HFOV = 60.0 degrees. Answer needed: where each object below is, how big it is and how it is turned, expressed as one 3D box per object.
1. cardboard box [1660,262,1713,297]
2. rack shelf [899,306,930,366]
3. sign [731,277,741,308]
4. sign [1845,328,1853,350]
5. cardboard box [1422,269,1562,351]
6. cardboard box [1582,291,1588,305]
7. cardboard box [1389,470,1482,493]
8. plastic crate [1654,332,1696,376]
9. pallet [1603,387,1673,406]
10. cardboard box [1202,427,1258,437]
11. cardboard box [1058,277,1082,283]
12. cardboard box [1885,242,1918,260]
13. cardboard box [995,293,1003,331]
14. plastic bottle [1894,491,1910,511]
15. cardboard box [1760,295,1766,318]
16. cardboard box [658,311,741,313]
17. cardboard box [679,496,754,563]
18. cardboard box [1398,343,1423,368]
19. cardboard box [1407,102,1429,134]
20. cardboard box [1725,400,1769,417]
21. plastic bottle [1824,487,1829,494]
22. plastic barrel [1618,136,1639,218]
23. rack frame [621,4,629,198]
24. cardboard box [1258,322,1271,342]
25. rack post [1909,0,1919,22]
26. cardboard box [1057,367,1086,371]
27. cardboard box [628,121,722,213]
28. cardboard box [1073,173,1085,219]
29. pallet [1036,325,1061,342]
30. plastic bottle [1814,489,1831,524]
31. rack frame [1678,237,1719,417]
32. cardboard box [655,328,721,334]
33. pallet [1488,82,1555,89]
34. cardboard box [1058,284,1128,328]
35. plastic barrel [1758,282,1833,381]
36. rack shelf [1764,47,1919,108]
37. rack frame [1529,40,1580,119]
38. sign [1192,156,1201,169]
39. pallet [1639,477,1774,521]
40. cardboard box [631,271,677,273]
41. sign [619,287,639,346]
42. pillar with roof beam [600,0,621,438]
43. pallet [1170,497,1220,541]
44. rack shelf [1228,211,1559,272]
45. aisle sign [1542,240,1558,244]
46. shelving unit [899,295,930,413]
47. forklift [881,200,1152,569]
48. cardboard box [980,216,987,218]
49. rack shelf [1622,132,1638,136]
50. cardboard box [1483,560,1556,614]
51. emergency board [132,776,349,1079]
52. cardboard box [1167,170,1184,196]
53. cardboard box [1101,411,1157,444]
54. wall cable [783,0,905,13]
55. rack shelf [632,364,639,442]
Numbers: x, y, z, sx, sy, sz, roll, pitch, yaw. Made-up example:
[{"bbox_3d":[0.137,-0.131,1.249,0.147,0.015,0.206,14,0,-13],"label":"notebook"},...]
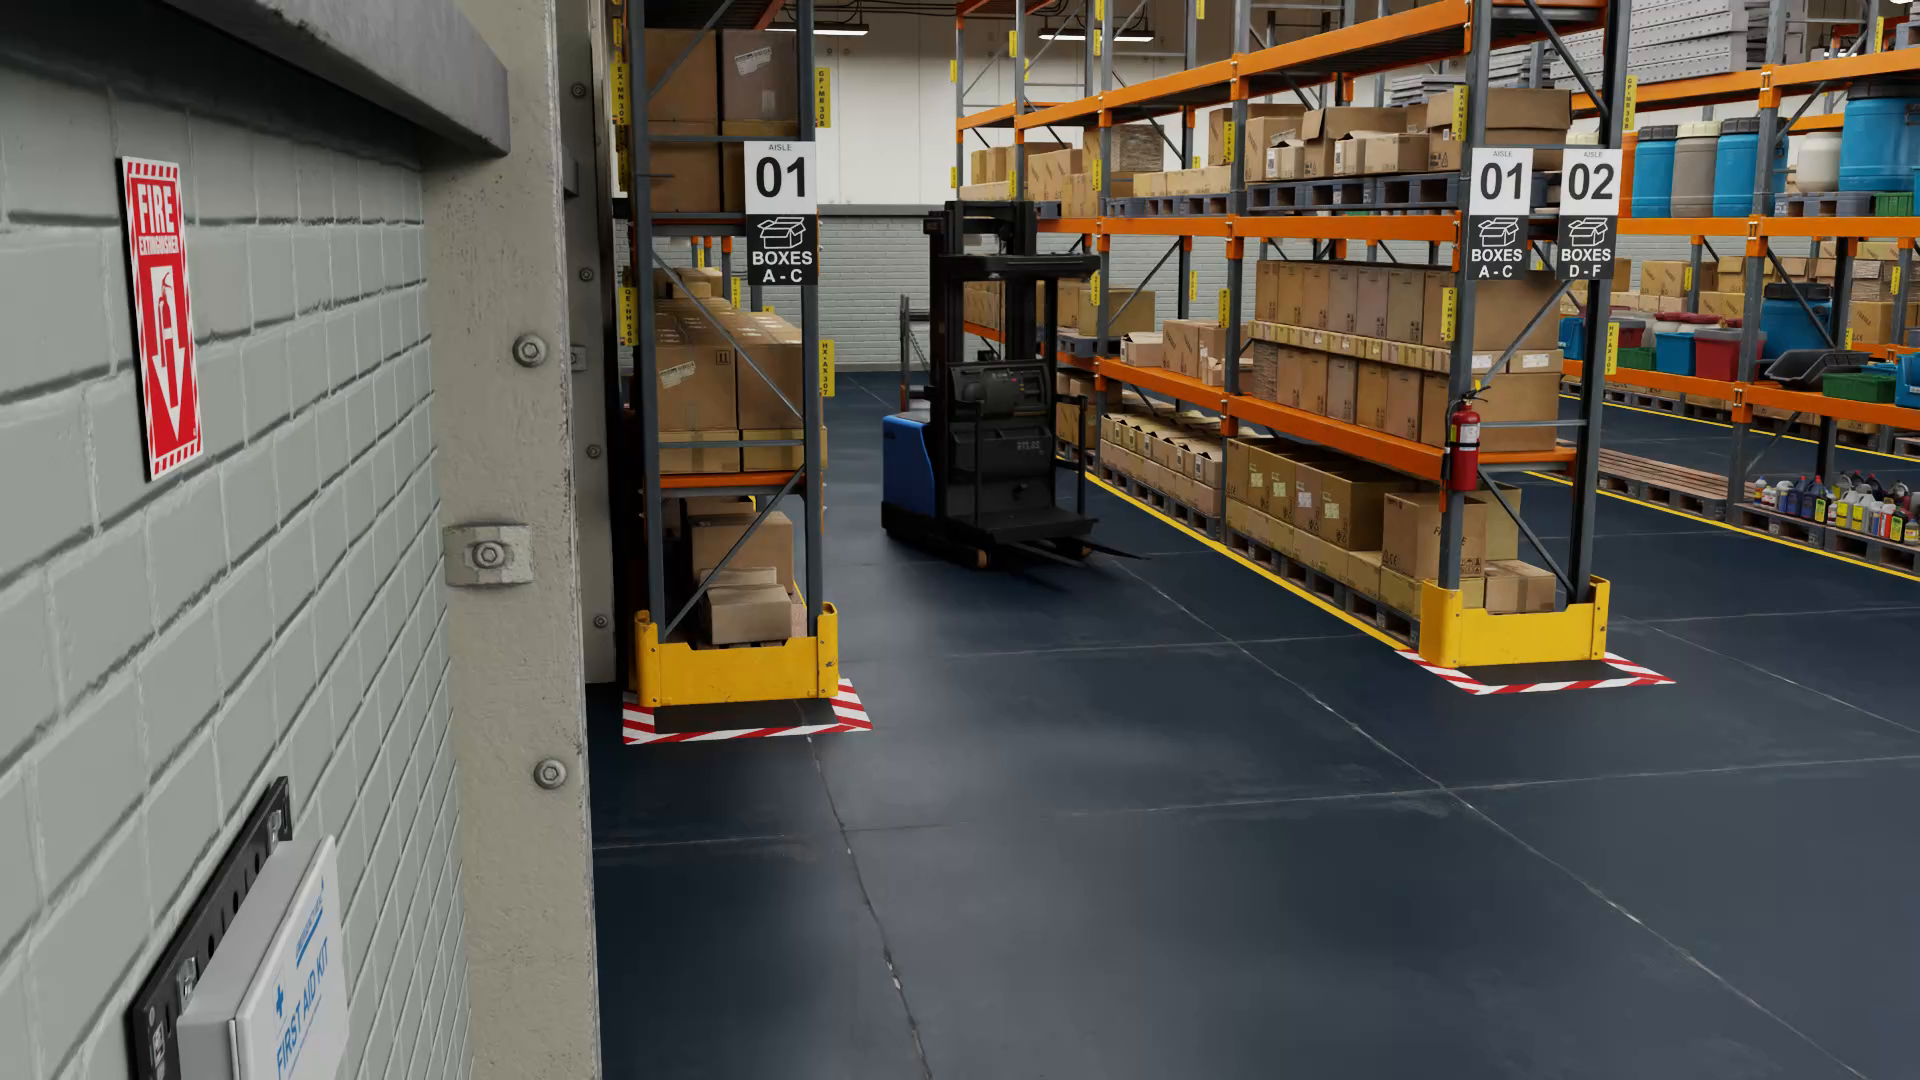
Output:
[{"bbox_3d":[10.587,-3.800,24.237,0.500,0.500,0.500,-2,11,-9],"label":"cardboard box"},{"bbox_3d":[-0.322,-1.877,15.271,0.431,0.518,0.480,-1,11,-7],"label":"rack shelf"},{"bbox_3d":[-2.329,-2.561,17.247,0.100,0.325,0.005,-2,11,-11],"label":"sign"},{"bbox_3d":[8.178,-1.791,15.342,0.100,0.325,0.005,-2,11,-11],"label":"sign"},{"bbox_3d":[3.466,-1.506,10.849,0.700,0.500,0.500,-2,11,-11],"label":"cardboard box"},{"bbox_3d":[10.191,-3.805,26.271,0.500,0.250,0.500,-2,11,-13],"label":"cardboard box"},{"bbox_3d":[3.459,-0.237,12.144,0.500,0.500,0.500,-2,11,-11],"label":"cardboard box"},{"bbox_3d":[7.116,-1.820,16.279,0.392,0.384,0.575,-2,11,-11],"label":"plastic crate"},{"bbox_3d":[10.627,-2.281,26.115,1.003,0.211,1.213,-2,11,-11],"label":"pallet"},{"bbox_3d":[2.640,-0.955,16.423,0.500,0.311,0.500,-2,11,-9],"label":"cardboard box"},{"bbox_3d":[1.405,-3.562,22.445,0.500,0.500,0.500,-2,11,-10],"label":"cardboard box"},{"bbox_3d":[15.159,-4.492,26.539,0.500,0.500,0.500,-2,11,-13],"label":"cardboard box"},{"bbox_3d":[0.770,-3.151,22.959,0.500,0.500,0.500,-2,11,-9],"label":"cardboard box"},{"bbox_3d":[8.068,-0.283,14.247,0.061,0.283,0.133,-2,11,-11],"label":"plastic bottle"},{"bbox_3d":[10.978,-3.056,22.462,0.500,0.500,0.500,-2,11,-12],"label":"cardboard box"},{"bbox_3d":[-2.147,-1.636,13.827,0.700,0.500,0.500,-2,11,-11],"label":"cardboard box"},{"bbox_3d":[-1.841,-0.076,12.581,0.500,0.500,0.500,-3,11,-15],"label":"cardboard box"},{"bbox_3d":[3.191,-1.249,11.237,0.380,0.149,0.250,-2,11,-12],"label":"cardboard box"},{"bbox_3d":[3.500,-2.836,11.787,0.500,0.500,0.500,-2,11,-11],"label":"cardboard box"},{"bbox_3d":[11.257,-2.166,22.614,1.225,0.875,0.875,-3,11,-13],"label":"cardboard box"},{"bbox_3d":[7.533,-0.327,14.514,0.097,0.271,0.097,0,11,0],"label":"plastic bottle"},{"bbox_3d":[6.932,-3.776,17.344,0.600,0.830,0.708,-2,11,-11],"label":"plastic barrel"},{"bbox_3d":[-3.638,-5.691,20.529,1.000,3.000,0.127,-2,11,-11],"label":"rack frame"},{"bbox_3d":[2.688,-1.723,13.723,0.380,0.149,0.250,-2,11,-10],"label":"cardboard box"},{"bbox_3d":[8.006,-4.167,12.726,0.937,0.300,0.954,-2,11,-12],"label":"rack post"},{"bbox_3d":[1.270,-2.000,20.686,0.500,0.250,0.500,-2,11,-11],"label":"cardboard box"},{"bbox_3d":[-1.633,-2.143,9.588,0.500,0.500,0.500,-1,11,-7],"label":"cardboard box"},{"bbox_3d":[1.781,-3.886,18.801,0.910,0.500,0.500,-2,11,-11],"label":"cardboard box"},{"bbox_3d":[1.269,-2.680,21.267,1.003,0.211,1.213,-2,11,-11],"label":"pallet"},{"bbox_3d":[7.414,-0.289,14.280,0.061,0.283,0.133,-2,11,-8],"label":"plastic bottle"},{"bbox_3d":[10.938,-3.284,23.929,1.000,3.000,0.127,-2,11,-11],"label":"rack frame"},{"bbox_3d":[-1.797,-1.113,10.866,0.500,0.500,0.500,-2,11,-13],"label":"cardboard box"},{"bbox_3d":[6.748,-5.162,19.323,1.213,0.211,1.003,-2,11,-11],"label":"pallet"},{"bbox_3d":[1.625,-2.858,20.300,0.700,0.500,0.500,-5,12,-25],"label":"cardboard box"},{"bbox_3d":[7.858,-1.965,15.657,0.600,0.901,0.708,-2,11,-11],"label":"plastic barrel"},{"bbox_3d":[8.025,-3.667,12.890,1.077,0.370,4.000,-2,11,-11],"label":"rack shelf"},{"bbox_3d":[6.858,-5.317,18.567,1.000,3.000,0.127,-2,11,-11],"label":"rack frame"},{"bbox_3d":[2.545,-3.976,17.947,0.100,0.325,0.005,-2,11,-11],"label":"sign"},{"bbox_3d":[7.445,-0.410,16.284,1.003,0.211,1.213,-2,11,-11],"label":"pallet"},{"bbox_3d":[-3.496,-2.940,18.999,0.500,0.250,0.500,-2,11,-12],"label":"cardboard box"},{"bbox_3d":[-1.852,-1.250,9.302,0.100,0.325,0.005,-2,11,-11],"label":"sign"},{"bbox_3d":[-0.400,-5.944,21.860,9.100,9.000,0.400,-2,11,-11],"label":"pillar with roof beam"},{"bbox_3d":[2.595,-0.221,15.294,1.003,0.211,1.213,-2,11,-11],"label":"pallet"},{"bbox_3d":[3.166,-2.211,12.190,1.077,0.370,4.000,-2,11,-11],"label":"rack shelf"},{"bbox_3d":[9.852,-5.297,27.552,0.394,0.787,0.004,-2,11,-11],"label":"aisle sign"},{"bbox_3d":[-0.322,-1.203,15.399,0.431,2.100,0.503,-1,11,-7],"label":"shelving unit"},{"bbox_3d":[0.448,-1.298,13.677,1.130,2.935,3.031,-6,12,-28],"label":"forklift"},{"bbox_3d":[0.580,-4.679,23.638,0.500,0.250,0.500,-2,11,-11],"label":"cardboard box"},{"bbox_3d":[10.549,-6.048,25.400,1.077,0.370,4.000,-2,11,-11],"label":"rack shelf"},{"bbox_3d":[3.668,0.314,11.254,0.500,0.250,0.500,-2,11,-11],"label":"cardboard box"},{"bbox_3d":[-0.678,0.915,1.865,0.194,1.169,0.643,-2,11,-11],"label":"emergency board"},{"bbox_3d":[2.362,-3.515,16.398,0.500,0.250,0.500,-2,11,-12],"label":"cardboard box"},{"bbox_3d":[1.812,-1.215,17.790,0.500,0.311,0.500,-2,11,-9],"label":"cardboard box"},{"bbox_3d":[-2.512,-8.529,30.236,3.097,2.526,0.112,-2,11,-11],"label":"wall cable"},{"bbox_3d":[-2.471,-1.290,15.375,1.077,0.370,4.000,-2,11,-11],"label":"rack shelf"}]
